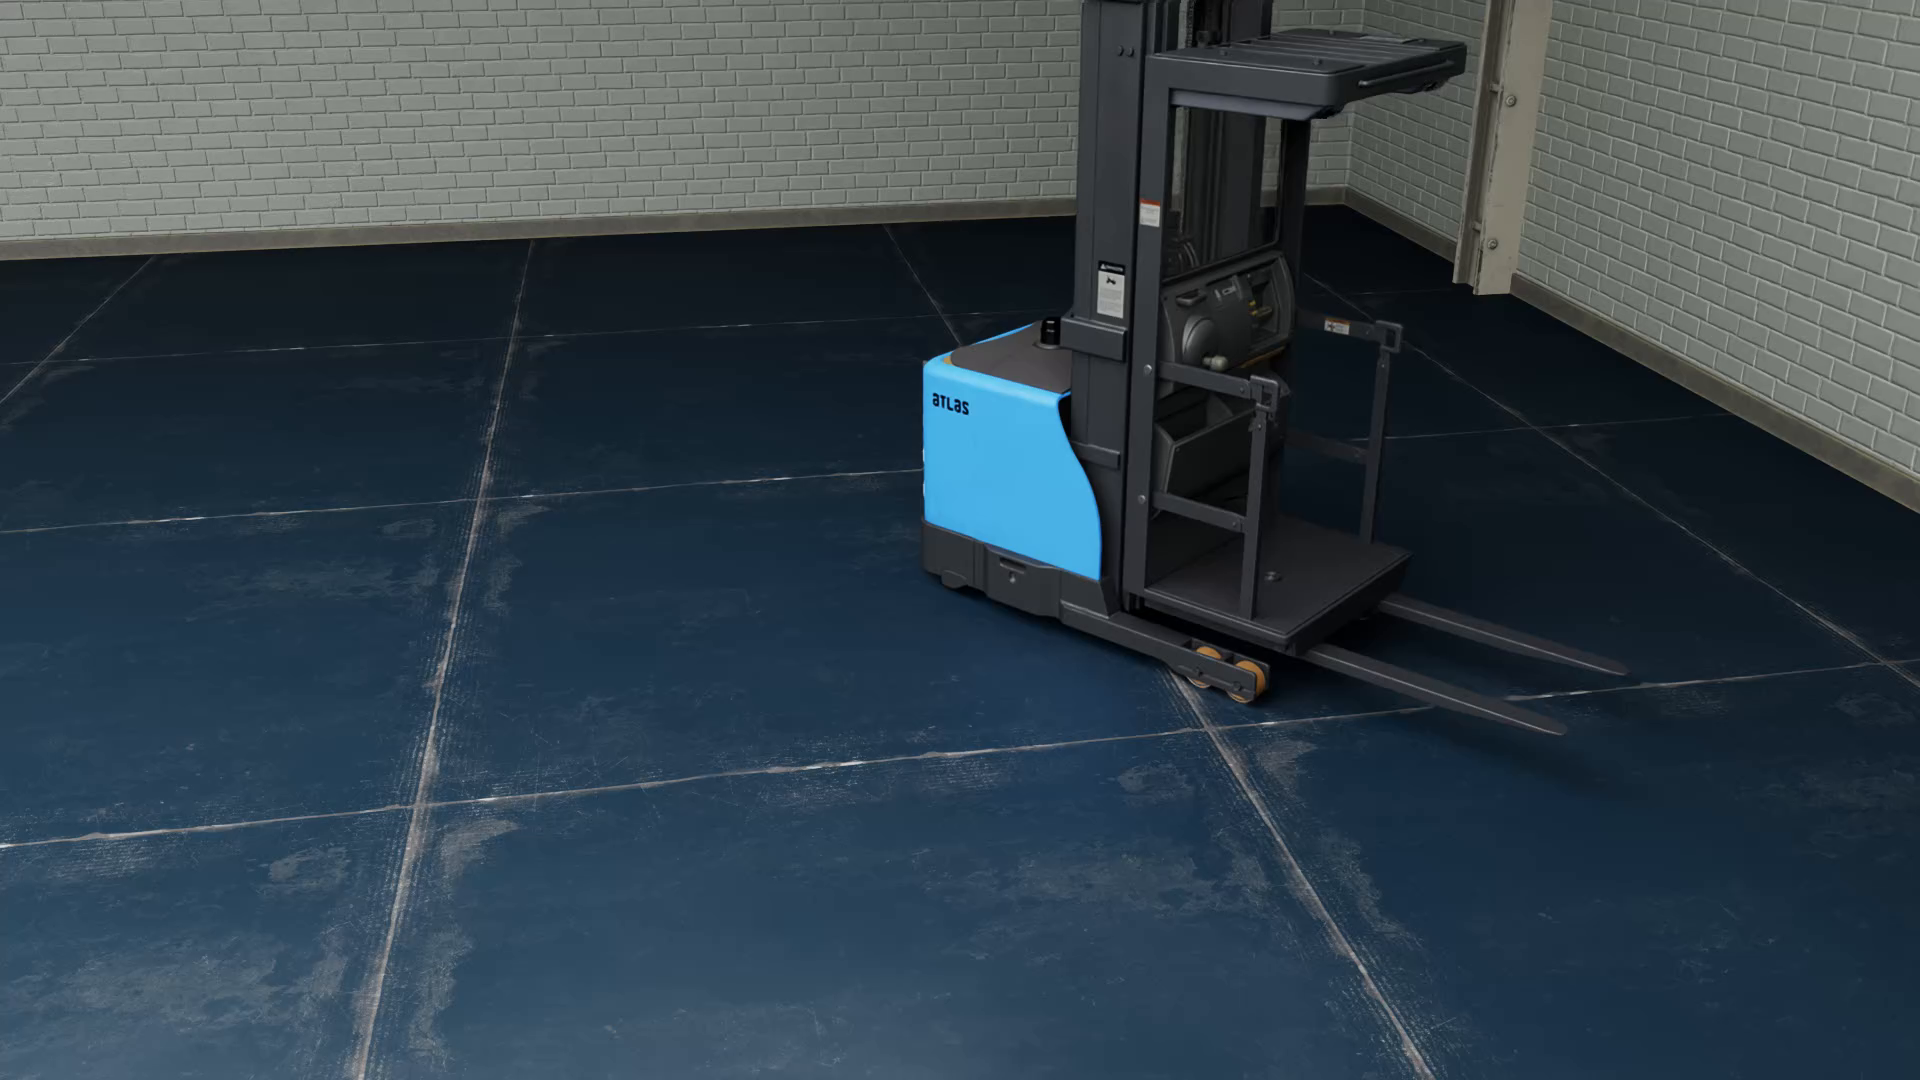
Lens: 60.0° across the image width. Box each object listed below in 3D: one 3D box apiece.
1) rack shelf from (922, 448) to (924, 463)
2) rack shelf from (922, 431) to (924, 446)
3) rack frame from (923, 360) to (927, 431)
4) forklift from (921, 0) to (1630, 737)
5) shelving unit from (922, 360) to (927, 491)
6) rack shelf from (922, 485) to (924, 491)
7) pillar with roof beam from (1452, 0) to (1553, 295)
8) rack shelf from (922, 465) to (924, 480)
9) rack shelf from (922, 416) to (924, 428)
[{"bbox_3d":[-0.037,-0.388,8.098,0.258,0.077,0.200,-6,24,-13],"label":"rack shelf"},{"bbox_3d":[-0.037,-0.471,8.062,0.258,0.077,0.200,-6,24,-13],"label":"rack shelf"},{"bbox_3d":[-0.061,-0.458,8.175,0.240,0.900,0.006,-6,24,-13],"label":"rack frame"},{"bbox_3d":[1.266,-0.922,6.698,3.031,2.935,1.130,19,30,37],"label":"forklift"},{"bbox_3d":[-0.037,-0.419,8.085,0.258,0.900,0.210,-6,24,-13],"label":"shelving unit"},{"bbox_3d":[-0.037,-0.223,8.170,0.258,0.077,0.200,-6,24,-13],"label":"rack shelf"},{"bbox_3d":[-0.253,-5.730,10.127,9.100,9.000,0.400,-4,24,-10],"label":"pillar with roof beam"},{"bbox_3d":[-0.037,-0.306,8.134,0.258,0.077,0.200,-6,24,-13],"label":"rack shelf"},{"bbox_3d":[-0.037,-0.553,8.026,0.258,0.077,0.200,-6,24,-13],"label":"rack shelf"}]
